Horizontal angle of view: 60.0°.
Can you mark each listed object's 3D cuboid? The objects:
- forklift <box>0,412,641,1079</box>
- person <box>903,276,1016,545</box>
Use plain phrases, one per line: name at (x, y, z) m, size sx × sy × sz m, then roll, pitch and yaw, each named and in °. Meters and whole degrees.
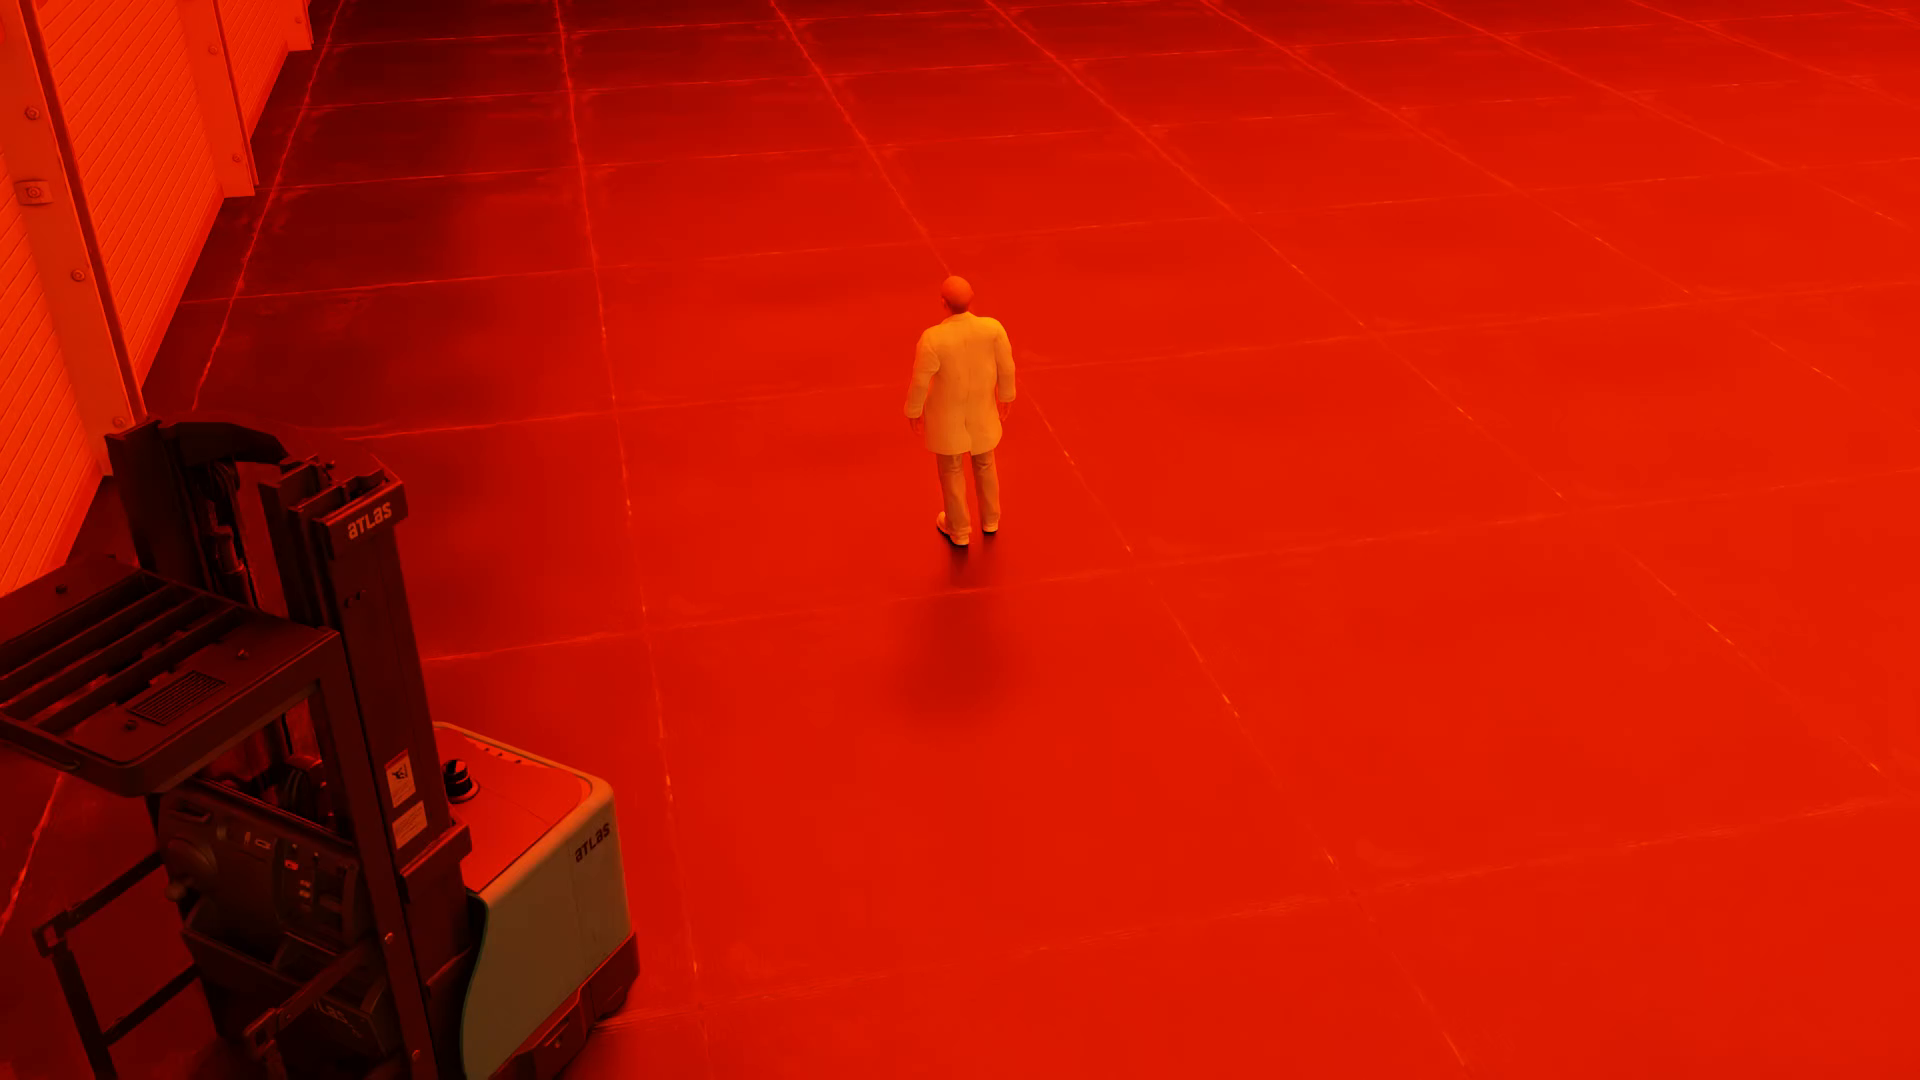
forklift at (-2.506, 1.176, 5.543) m, size 1.130 × 2.935 × 3.031 m, roll 15°, pitch 33°, yaw 24°
person at (-0.017, -0.820, 10.128) m, size 0.696 × 1.775 × 0.581 m, roll -7°, pitch 31°, yaw -12°
